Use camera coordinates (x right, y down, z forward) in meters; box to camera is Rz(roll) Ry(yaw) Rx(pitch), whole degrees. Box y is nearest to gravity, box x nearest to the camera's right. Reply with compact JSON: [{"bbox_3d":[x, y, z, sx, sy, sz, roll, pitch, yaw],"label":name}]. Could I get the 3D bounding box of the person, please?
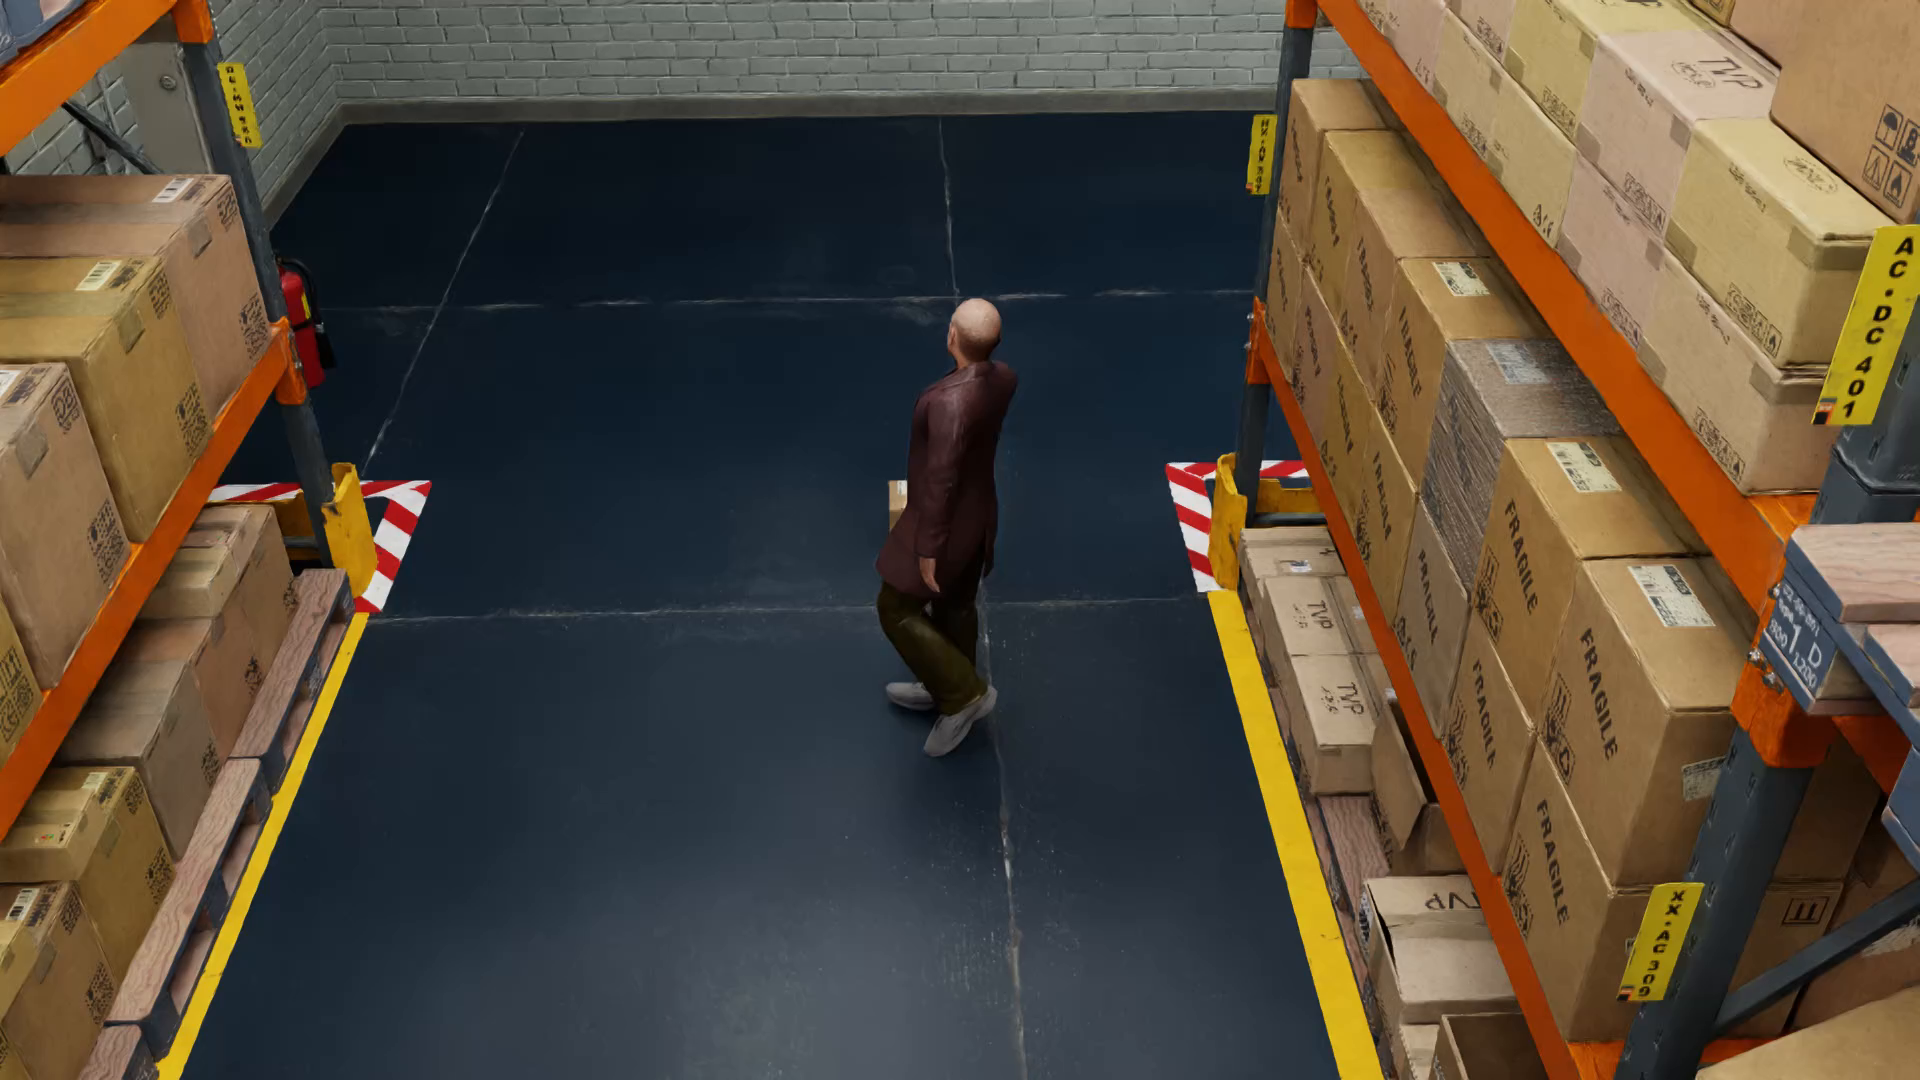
[{"bbox_3d":[-0.035,-0.057,6.240,0.511,1.776,0.643,15,37,20],"label":"person"}]
